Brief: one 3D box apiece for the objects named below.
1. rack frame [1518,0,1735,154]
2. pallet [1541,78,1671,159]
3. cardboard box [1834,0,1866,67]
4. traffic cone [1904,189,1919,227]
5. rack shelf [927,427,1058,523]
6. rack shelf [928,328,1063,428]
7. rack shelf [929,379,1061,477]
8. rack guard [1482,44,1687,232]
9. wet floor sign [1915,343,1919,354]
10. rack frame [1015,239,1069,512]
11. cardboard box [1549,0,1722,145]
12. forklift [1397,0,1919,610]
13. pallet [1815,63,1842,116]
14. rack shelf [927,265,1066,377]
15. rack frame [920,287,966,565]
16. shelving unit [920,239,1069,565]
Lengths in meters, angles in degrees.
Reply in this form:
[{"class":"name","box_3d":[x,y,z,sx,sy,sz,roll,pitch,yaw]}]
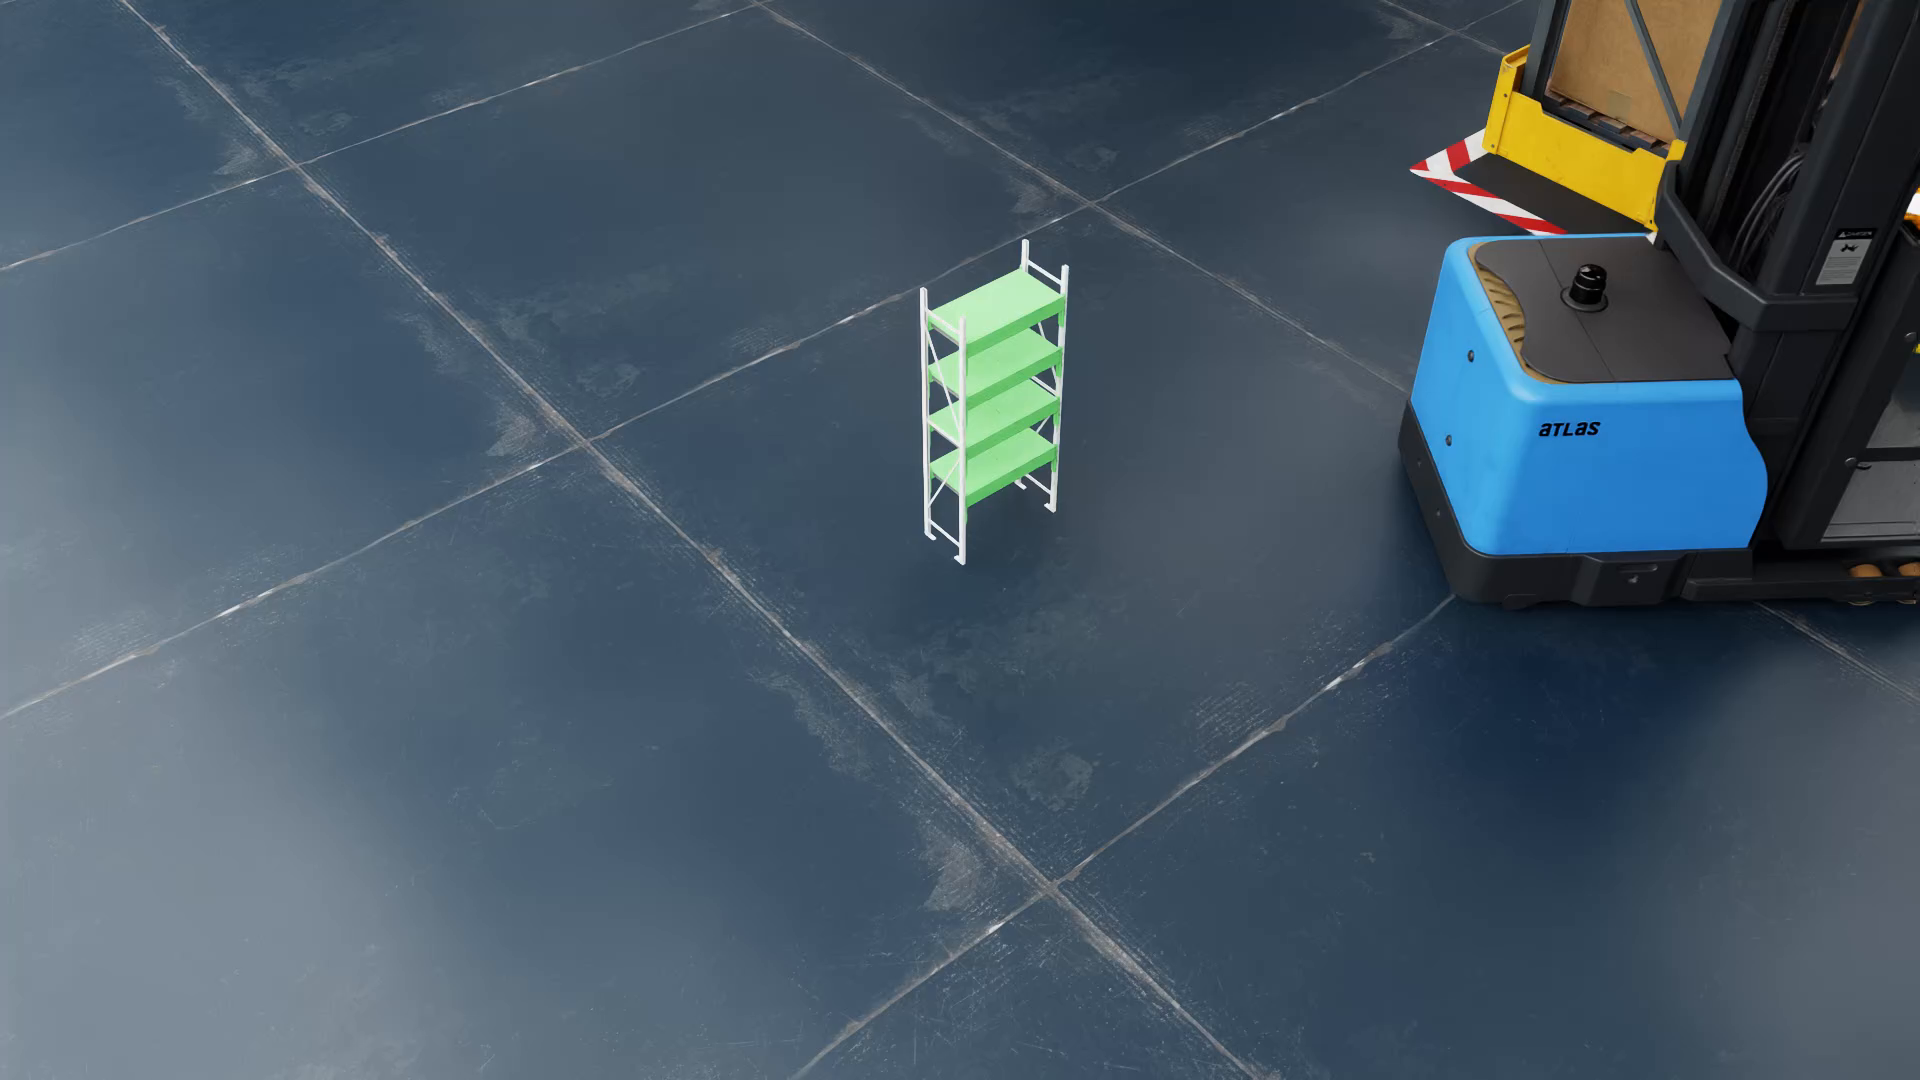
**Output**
[{"class":"rack frame","box_3d":[3.332,-3.014,7.768,0.127,3.000,1.000,-30,51,-28]},{"class":"pallet","box_3d":[3.895,-2.389,9.140,1.213,0.211,1.003,-30,51,-28]},{"class":"cardboard box","box_3d":[4.483,-3.112,9.118,0.875,0.875,0.875,-31,51,-28]},{"class":"traffic cone","box_3d":[4.650,-1.577,8.091,0.334,0.463,0.336,-30,51,-28]},{"class":"rack shelf","box_3d":[0.127,-0.289,6.625,0.480,0.148,0.258,-30,51,-28]},{"class":"rack shelf","box_3d":[0.127,-0.638,6.296,0.480,0.148,0.258,-30,51,-28]},{"class":"rack shelf","box_3d":[0.127,-0.463,6.460,0.480,0.148,0.258,-30,51,-28]},{"class":"rack guard","box_3d":[3.313,-2.092,8.612,0.348,0.500,1.175,-30,51,-28]},{"class":"wet floor sign","box_3d":[4.580,-1.103,7.453,0.267,0.644,0.232,30,51,28]},{"class":"rack frame","box_3d":[0.314,-0.617,6.531,0.015,1.200,0.240,-30,51,-28]},{"class":"cardboard box","box_3d":[3.809,-2.725,8.706,0.875,0.875,0.875,-29,51,-28]},{"class":"forklift","box_3d":[3.394,-1.176,5.862,3.031,2.935,1.130,-2,43,-2]},{"class":"pallet","box_3d":[4.830,-2.923,9.708,1.213,0.211,1.003,-30,51,-28]},{"class":"rack shelf","box_3d":[0.127,-0.813,6.132,0.480,0.148,0.258,-30,51,-28]},{"class":"rack frame","box_3d":[-0.060,-0.403,6.303,0.015,1.200,0.240,-30,51,-28]},{"class":"shelving unit","box_3d":[0.127,-0.510,6.417,0.503,1.200,0.258,-30,51,-28]}]
